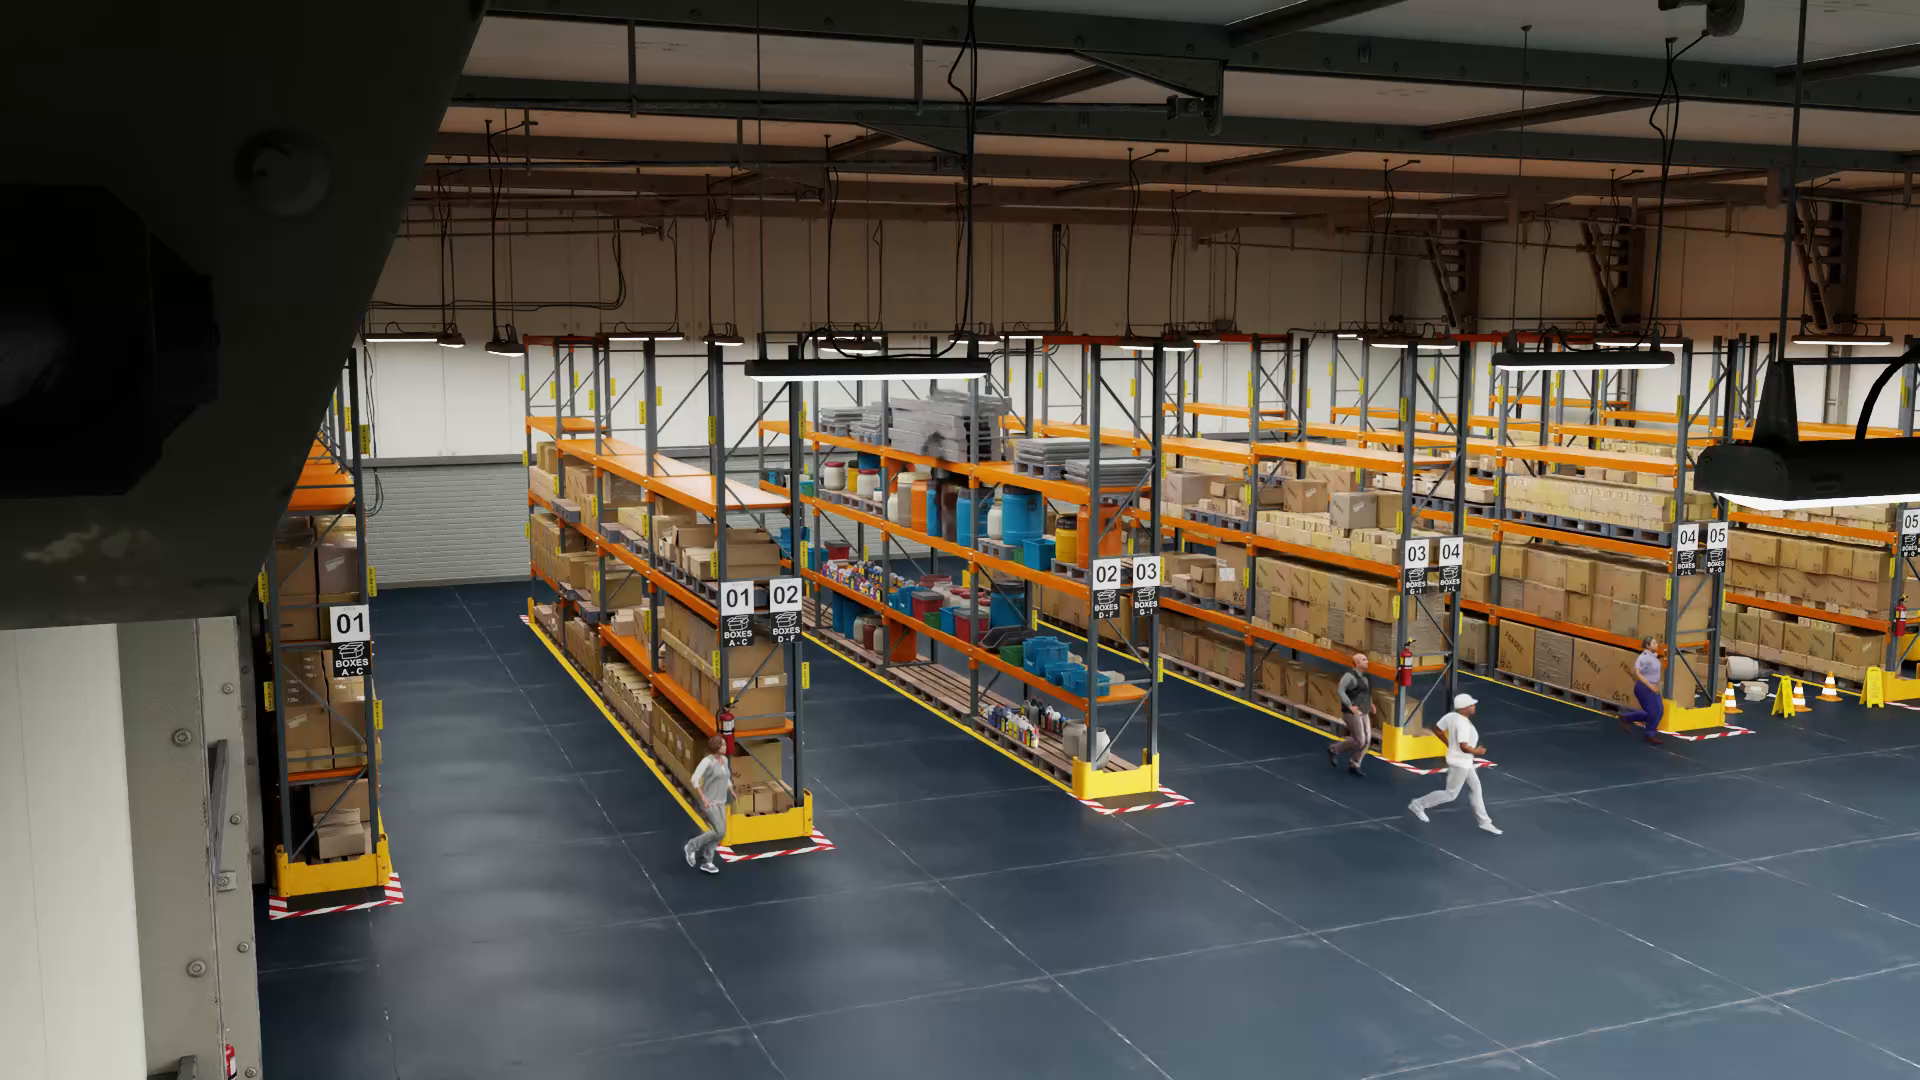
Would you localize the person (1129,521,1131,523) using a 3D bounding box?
[{"bbox_3d":[4.024,0.338,38.848,0.674,1.653,0.904,-2,8,-13],"label":"person"}]

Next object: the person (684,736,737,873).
[{"bbox_3d":[-2.843,3.027,19.192,0.519,1.539,0.594,3,8,24],"label":"person"}]

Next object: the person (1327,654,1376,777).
[{"bbox_3d":[5.524,2.430,23.290,0.582,1.702,0.667,7,10,42],"label":"person"}]

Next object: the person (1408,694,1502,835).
[{"bbox_3d":[6.108,2.763,20.401,1.145,1.773,0.663,2,8,11],"label":"person"}]

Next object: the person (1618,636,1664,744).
[{"bbox_3d":[10.263,2.232,24.960,0.645,1.605,0.643,5,9,35],"label":"person"}]
